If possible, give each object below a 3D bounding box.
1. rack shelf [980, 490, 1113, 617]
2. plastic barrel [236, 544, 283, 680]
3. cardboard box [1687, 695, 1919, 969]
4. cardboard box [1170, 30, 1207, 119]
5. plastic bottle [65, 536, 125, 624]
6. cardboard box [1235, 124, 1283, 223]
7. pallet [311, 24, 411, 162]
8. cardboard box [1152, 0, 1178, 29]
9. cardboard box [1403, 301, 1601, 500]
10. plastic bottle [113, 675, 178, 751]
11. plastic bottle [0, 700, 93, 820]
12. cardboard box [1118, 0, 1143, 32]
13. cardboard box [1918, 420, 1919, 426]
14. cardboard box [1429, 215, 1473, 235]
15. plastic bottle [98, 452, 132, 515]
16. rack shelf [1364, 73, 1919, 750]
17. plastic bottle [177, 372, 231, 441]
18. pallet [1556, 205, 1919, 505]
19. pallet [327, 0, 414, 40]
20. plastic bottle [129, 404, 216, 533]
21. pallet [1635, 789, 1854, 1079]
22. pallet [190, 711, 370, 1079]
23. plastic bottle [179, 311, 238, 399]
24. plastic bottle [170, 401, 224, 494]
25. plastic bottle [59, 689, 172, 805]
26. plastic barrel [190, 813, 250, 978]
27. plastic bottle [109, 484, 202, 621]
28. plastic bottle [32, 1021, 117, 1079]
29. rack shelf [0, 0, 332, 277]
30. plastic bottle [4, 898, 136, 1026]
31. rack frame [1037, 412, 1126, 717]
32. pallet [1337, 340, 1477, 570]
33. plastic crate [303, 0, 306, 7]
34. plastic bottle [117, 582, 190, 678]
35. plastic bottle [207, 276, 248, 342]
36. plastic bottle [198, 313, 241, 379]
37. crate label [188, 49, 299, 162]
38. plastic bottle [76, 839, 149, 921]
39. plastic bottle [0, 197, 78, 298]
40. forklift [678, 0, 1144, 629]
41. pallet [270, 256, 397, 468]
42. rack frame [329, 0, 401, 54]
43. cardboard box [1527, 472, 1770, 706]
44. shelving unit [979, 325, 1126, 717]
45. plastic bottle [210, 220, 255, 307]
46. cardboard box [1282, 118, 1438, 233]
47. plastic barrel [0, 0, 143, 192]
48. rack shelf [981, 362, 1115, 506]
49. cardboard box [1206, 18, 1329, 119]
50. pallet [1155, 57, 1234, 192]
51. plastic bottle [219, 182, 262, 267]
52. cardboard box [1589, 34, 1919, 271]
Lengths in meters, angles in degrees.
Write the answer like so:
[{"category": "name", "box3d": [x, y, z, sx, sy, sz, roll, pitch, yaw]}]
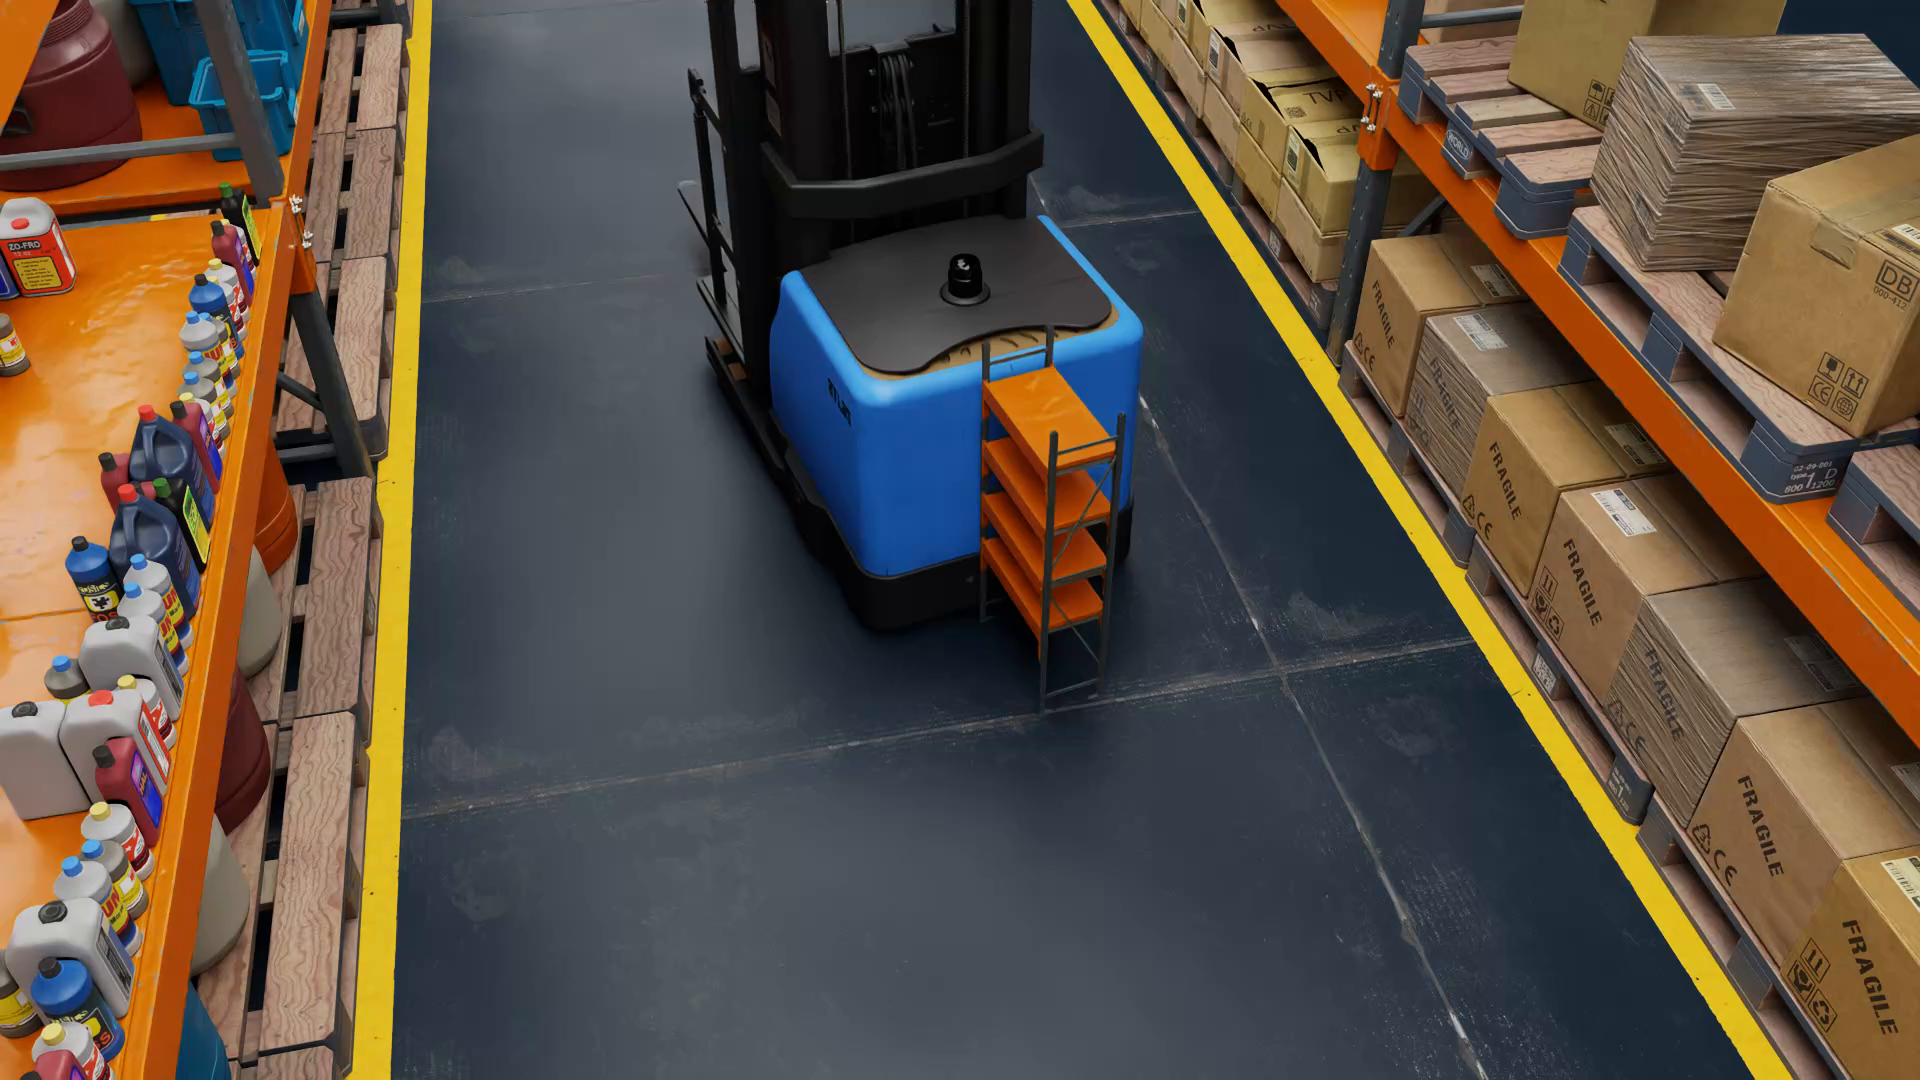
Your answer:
[{"category": "rack shelf", "box3d": [0.277, 0.011, 5.436, 0.258, 0.148, 0.480, -16, 44, -17]}, {"category": "plastic barrel", "box3d": [-2.433, 0.191, 5.333, 0.421, 0.512, 0.421, 0, 42, 0]}, {"category": "cardboard box", "box3d": [2.452, 0.805, 4.635, 0.500, 0.500, 0.500, -8, 42, -9]}, {"category": "cardboard box", "box3d": [1.387, -2.385, 8.433, 0.500, 0.250, 0.500, -8, 42, -8]}, {"category": "plastic bottle", "box3d": [-2.060, 0.101, 3.974, 0.097, 0.271, 0.097, 0, 42, 0]}, {"category": "cardboard box", "box3d": [1.607, -1.726, 7.690, 0.500, 0.250, 0.500, -9, 42, -10]}, {"category": "pallet", "box3d": [-3.420, -2.297, 8.678, 1.003, 0.211, 1.213, -8, 42, -9]}, {"category": "cardboard box", "box3d": [1.271, -2.925, 8.618, 0.500, 0.311, 0.500, -10, 43, -11]}, {"category": "cardboard box", "box3d": [2.011, -0.513, 6.120, 0.500, 0.500, 0.500, -10, 43, -11]}, {"category": "plastic bottle", "box3d": [-1.827, 0.383, 3.709, 0.097, 0.201, 0.097, 0, 42, 0]}, {"category": "plastic bottle", "box3d": [-1.977, 0.456, 3.570, 0.152, 0.276, 0.135, -8, 42, -9]}, {"category": "cardboard box", "box3d": [1.164, -3.051, 9.182, 0.500, 0.250, 0.500, -7, 42, -8]}, {"category": "cardboard box", "box3d": [2.842, -0.335, 3.976, 0.700, 0.500, 0.500, -2, 42, -2]}, {"category": "cardboard box", "box3d": [2.247, -1.468, 7.399, 0.500, 0.250, 0.500, -8, 42, -9]}, {"category": "plastic bottle", "box3d": [-2.115, -0.124, 4.218, 0.061, 0.283, 0.133, -8, 42, -9]}, {"category": "rack shelf", "box3d": [2.505, -0.392, 4.974, 1.077, 0.370, 4.000, -8, 42, -9]}, {"category": "plastic bottle", "box3d": [-2.078, -0.369, 4.556, 0.097, 0.201, 0.097, 0, 42, 0]}, {"category": "pallet", "box3d": [2.497, -0.626, 4.840, 1.003, 0.211, 1.213, -8, 42, -9]}, {"category": "pallet", "box3d": [-3.732, -3.242, 9.743, 1.003, 0.211, 1.213, -8, 42, -9]}, {"category": "plastic bottle", "box3d": [-2.020, -0.181, 4.231, 0.144, 0.351, 0.185, -8, 42, -9]}, {"category": "pallet", "box3d": [2.724, 1.156, 4.788, 1.003, 0.211, 1.213, -8, 42, -9]}, {"category": "pallet", "box3d": [-2.294, 1.087, 4.867, 1.003, 0.211, 1.213, -8, 42, -9]}, {"category": "plastic bottle", "box3d": [-2.120, -0.522, 4.675, 0.097, 0.271, 0.097, 0, 42, 0]}, {"category": "plastic bottle", "box3d": [-2.014, -0.265, 4.376, 0.061, 0.283, 0.133, -8, 42, -9]}, {"category": "plastic bottle", "box3d": [-1.829, 0.434, 3.595, 0.152, 0.276, 0.135, -8, 42, -9]}, {"category": "plastic barrel", "box3d": [-2.189, 0.923, 4.508, 0.421, 0.512, 0.421, 0, 42, 0]}, {"category": "plastic bottle", "box3d": [-1.951, 0.026, 3.999, 0.144, 0.351, 0.185, -8, 42, -9]}, {"category": "plastic bottle", "box3d": [-1.635, 0.959, 3.059, 0.097, 0.201, 0.097, 0, 42, 0]}, {"category": "rack shelf", "box3d": [-3.196, -2.278, 7.098, 1.077, 0.370, 4.000, -8, 42, -9]}, {"category": "plastic bottle", "box3d": [-1.708, 0.797, 3.186, 0.152, 0.276, 0.135, -8, 42, -9]}, {"category": "rack frame", "box3d": [0.373, 0.109, 5.223, 0.240, 1.200, 0.015, -16, 44, -17]}, {"category": "pallet", "box3d": [2.197, -0.425, 6.570, 1.003, 0.211, 1.213, -8, 42, -9]}, {"category": "plastic crate", "box3d": [-2.814, -2.365, 6.607, 0.402, 0.464, 0.583, -8, 42, -9]}, {"category": "plastic bottle", "box3d": [-1.877, 0.206, 3.855, 0.097, 0.271, 0.097, 0, 42, 0]}, {"category": "plastic bottle", "box3d": [-2.183, -0.685, 4.912, 0.097, 0.201, 0.097, 0, 42, 0]}, {"category": "plastic bottle", "box3d": [-2.141, -0.559, 4.769, 0.097, 0.201, 0.097, 0, 42, 0]}, {"category": "crate label", "box3d": [-2.489, -1.514, 5.823, 0.303, 0.233, 0.416, -8, 42, -9]}, {"category": "plastic bottle", "box3d": [-1.727, 0.683, 3.371, 0.097, 0.201, 0.097, 0, 42, 0]}, {"category": "plastic bottle", "box3d": [-2.838, -0.899, 5.096, 0.152, 0.276, 0.135, -8, 42, -9]}, {"category": "forklift", "box3d": [-0.420, -1.770, 6.036, 1.130, 2.935, 3.031, -16, 44, -17]}, {"category": "pallet", "box3d": [-2.894, -0.715, 6.897, 1.003, 0.211, 1.213, -8, 42, -9]}, {"category": "rack frame", "box3d": [-3.628, -3.843, 8.320, 1.000, 3.000, 0.127, -8, 42, -9]}, {"category": "cardboard box", "box3d": [2.232, 0.151, 5.372, 0.500, 0.500, 0.500, -10, 43, -11]}, {"category": "shelving unit", "box3d": [0.277, -0.040, 5.391, 0.258, 1.200, 0.503, -16, 44, -17]}, {"category": "plastic bottle", "box3d": [-2.211, -0.856, 5.043, 0.061, 0.283, 0.133, -8, 42, -9]}, {"category": "cardboard box", "box3d": [1.720, -1.600, 7.126, 0.500, 0.311, 0.500, -7, 42, -8]}, {"category": "plastic barrel", "box3d": [-3.160, -1.558, 5.644, 0.600, 0.536, 0.708, -8, 42, -9]}, {"category": "rack shelf", "box3d": [0.277, -0.334, 5.130, 0.258, 0.148, 0.480, -16, 44, -17]}, {"category": "cardboard box", "box3d": [1.495, -2.264, 7.873, 0.500, 0.311, 0.500, -9, 42, -10]}, {"category": "pallet", "box3d": [1.674, -2.243, 8.618, 1.003, 0.211, 1.213, -8, 42, -9]}, {"category": "plastic bottle", "box3d": [-2.260, -1.005, 5.211, 0.061, 0.283, 0.133, -8, 42, -9]}, {"category": "cardboard box", "box3d": [2.330, -1.140, 4.883, 0.700, 0.500, 0.500, -1, 42, -1]}]
